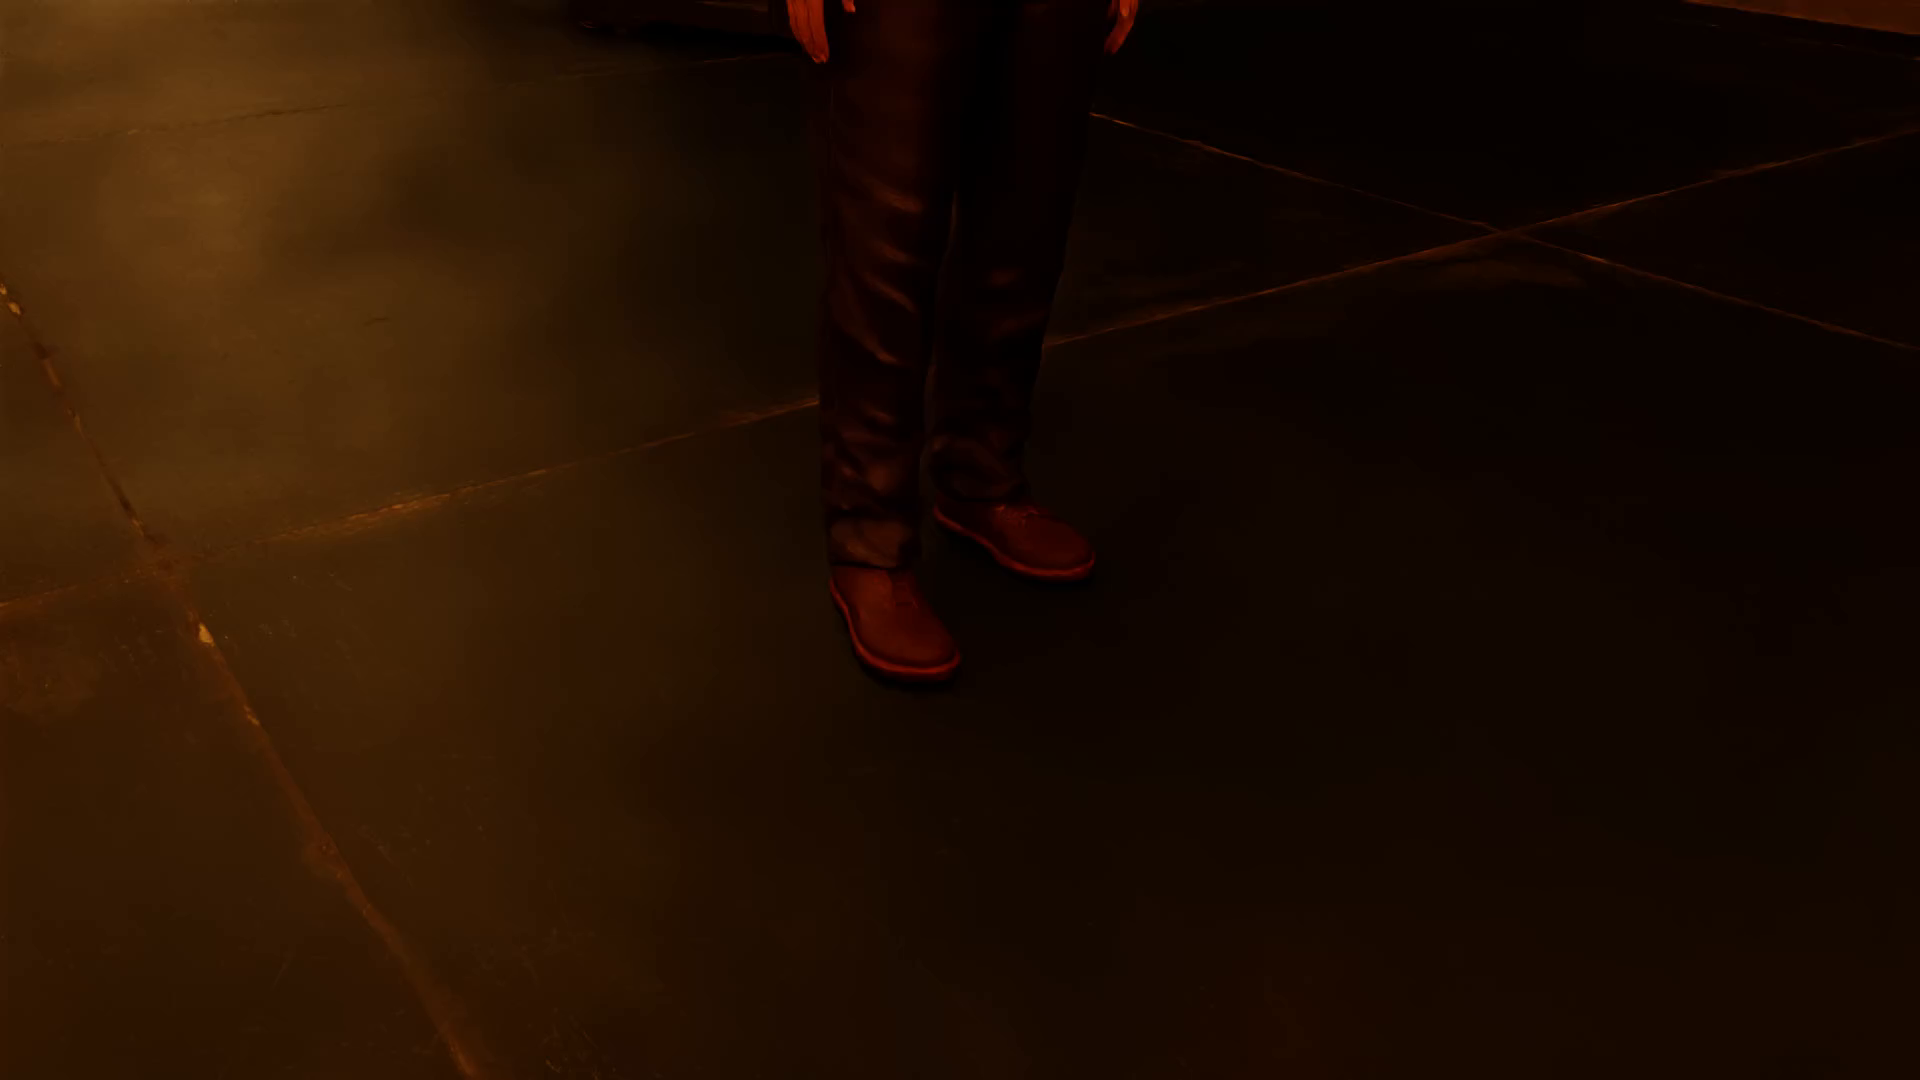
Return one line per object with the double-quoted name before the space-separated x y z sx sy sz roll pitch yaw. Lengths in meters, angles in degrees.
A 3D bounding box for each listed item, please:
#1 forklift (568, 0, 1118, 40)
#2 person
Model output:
"forklift" -0.899 -3.413 6.035 3.031 2.935 1.130 17 32 31
"person" 0.033 -0.699 2.052 0.599 1.640 0.501 -17 31 -31
